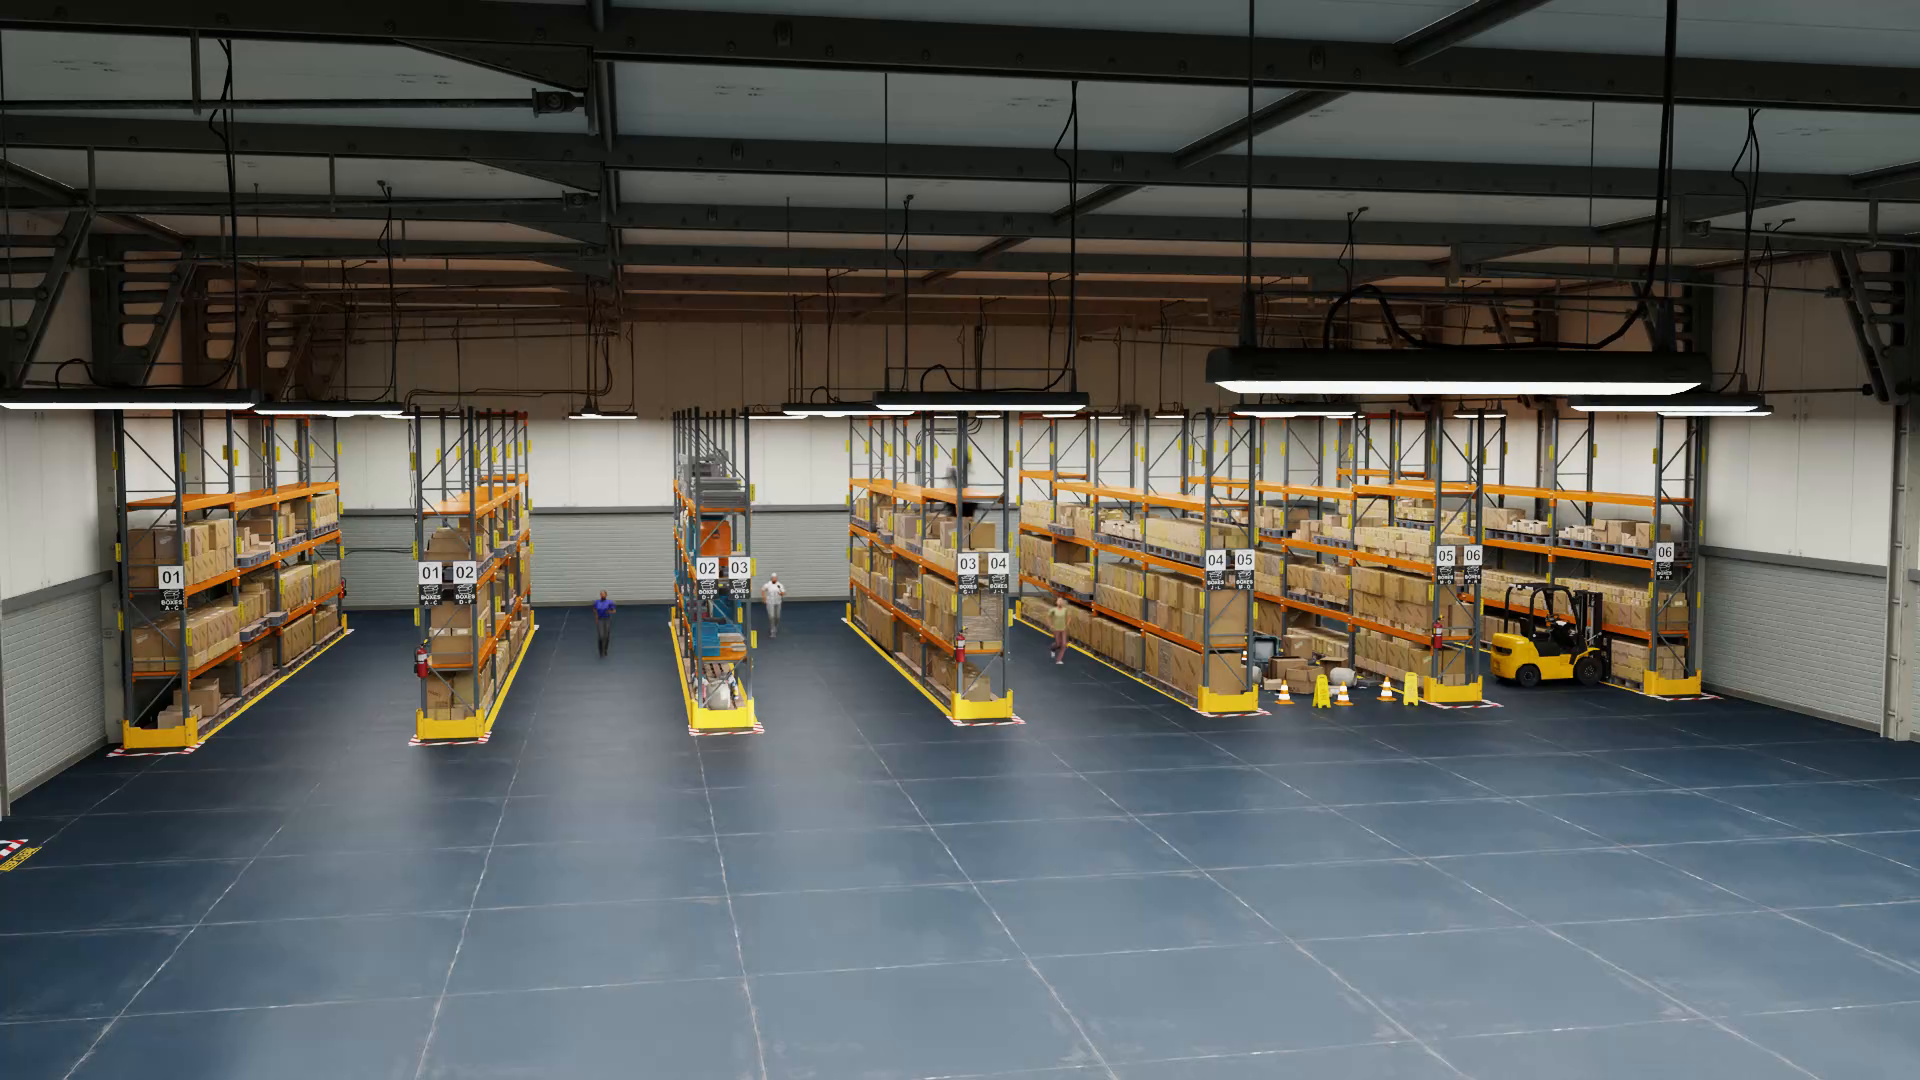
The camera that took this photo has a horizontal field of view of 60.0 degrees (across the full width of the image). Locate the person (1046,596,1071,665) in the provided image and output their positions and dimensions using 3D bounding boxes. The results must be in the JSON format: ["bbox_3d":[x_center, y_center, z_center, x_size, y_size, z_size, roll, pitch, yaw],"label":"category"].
[{"bbox_3d":[2.347,2.136,39.209,0.594,1.621,0.558,-1,4,-16],"label":"person"}]

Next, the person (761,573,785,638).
[{"bbox_3d":[-4.956,1.727,44.349,0.598,1.670,0.900,-2,4,-21],"label":"person"}]

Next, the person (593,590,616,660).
[{"bbox_3d":[-8.589,2.056,40.242,0.546,1.725,0.742,-1,4,-12],"label":"person"}]
